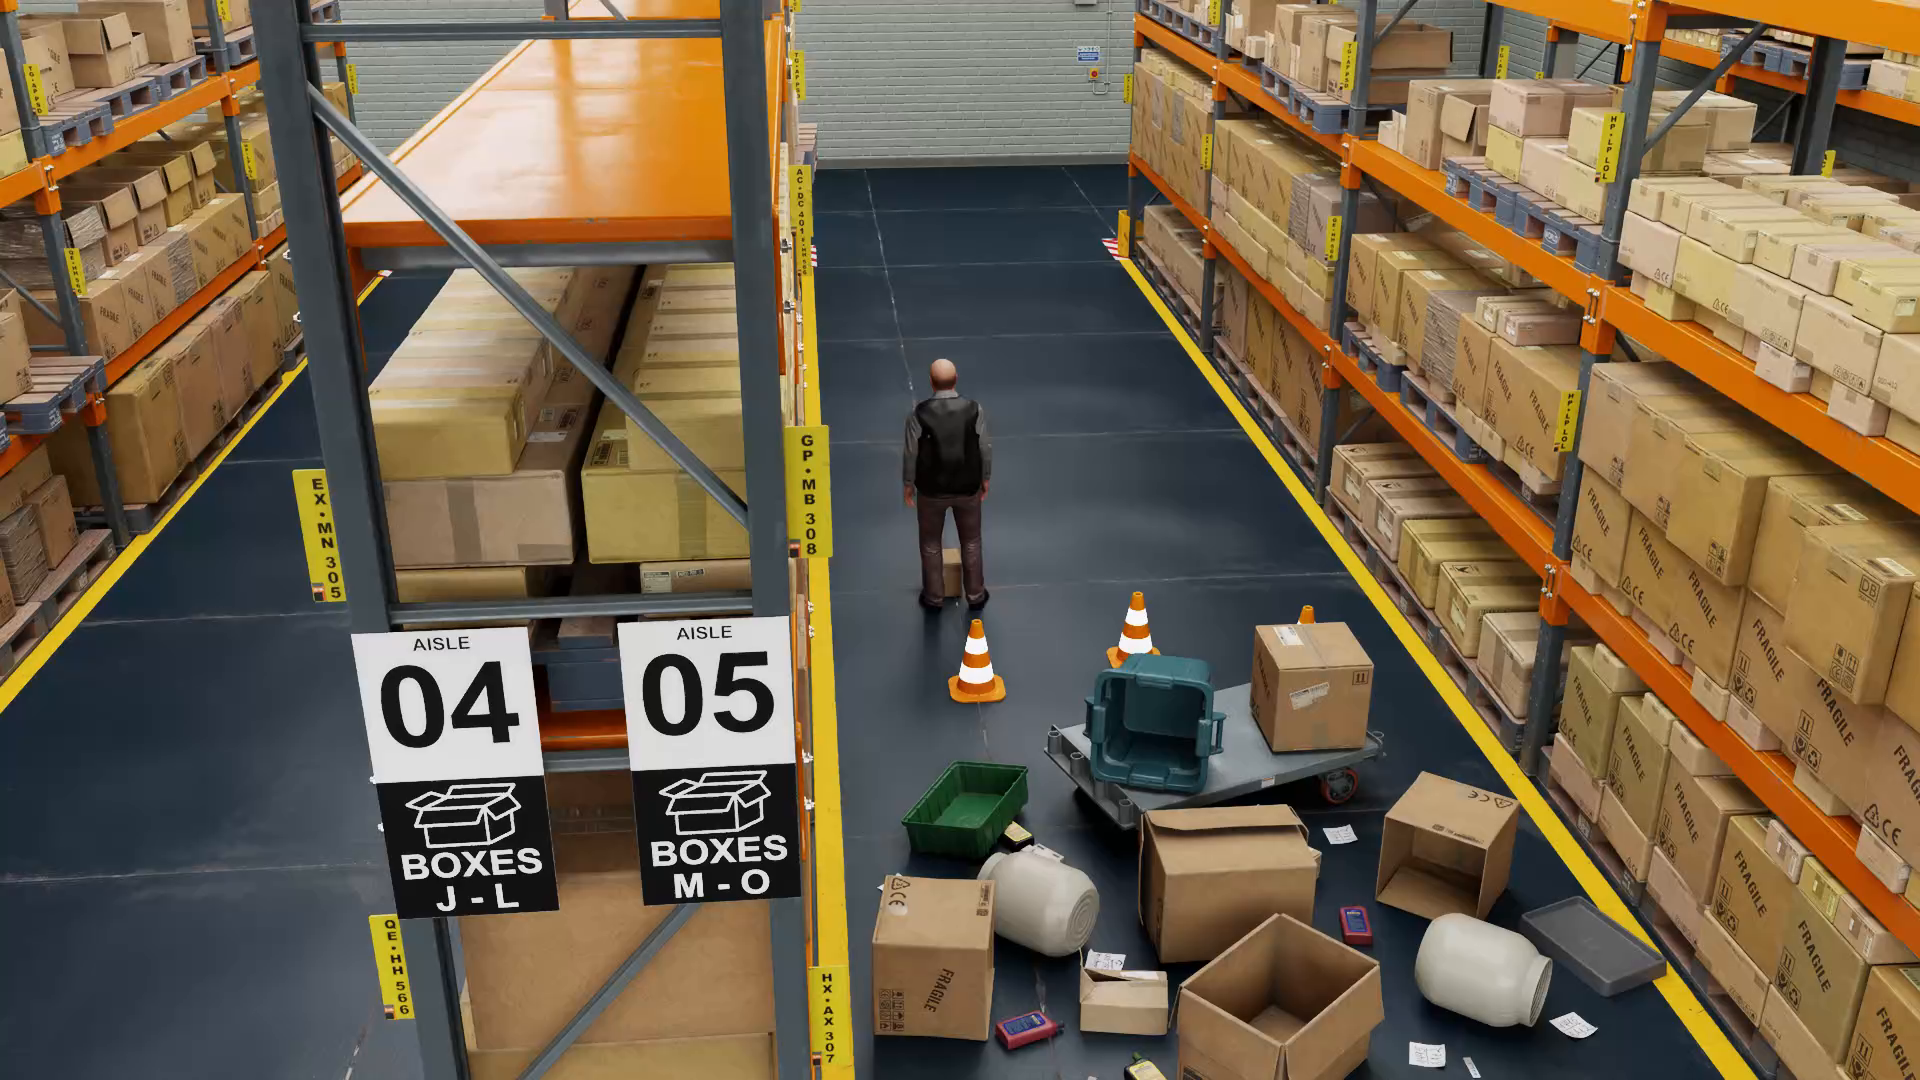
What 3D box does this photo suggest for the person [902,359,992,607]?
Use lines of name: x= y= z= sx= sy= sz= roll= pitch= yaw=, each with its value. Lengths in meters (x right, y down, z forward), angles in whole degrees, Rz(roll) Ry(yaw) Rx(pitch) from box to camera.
person: x=-0.081 y=-0.360 z=10.883 sx=0.587 sy=1.665 sz=0.407 roll=-3 pitch=24 yaw=-8
